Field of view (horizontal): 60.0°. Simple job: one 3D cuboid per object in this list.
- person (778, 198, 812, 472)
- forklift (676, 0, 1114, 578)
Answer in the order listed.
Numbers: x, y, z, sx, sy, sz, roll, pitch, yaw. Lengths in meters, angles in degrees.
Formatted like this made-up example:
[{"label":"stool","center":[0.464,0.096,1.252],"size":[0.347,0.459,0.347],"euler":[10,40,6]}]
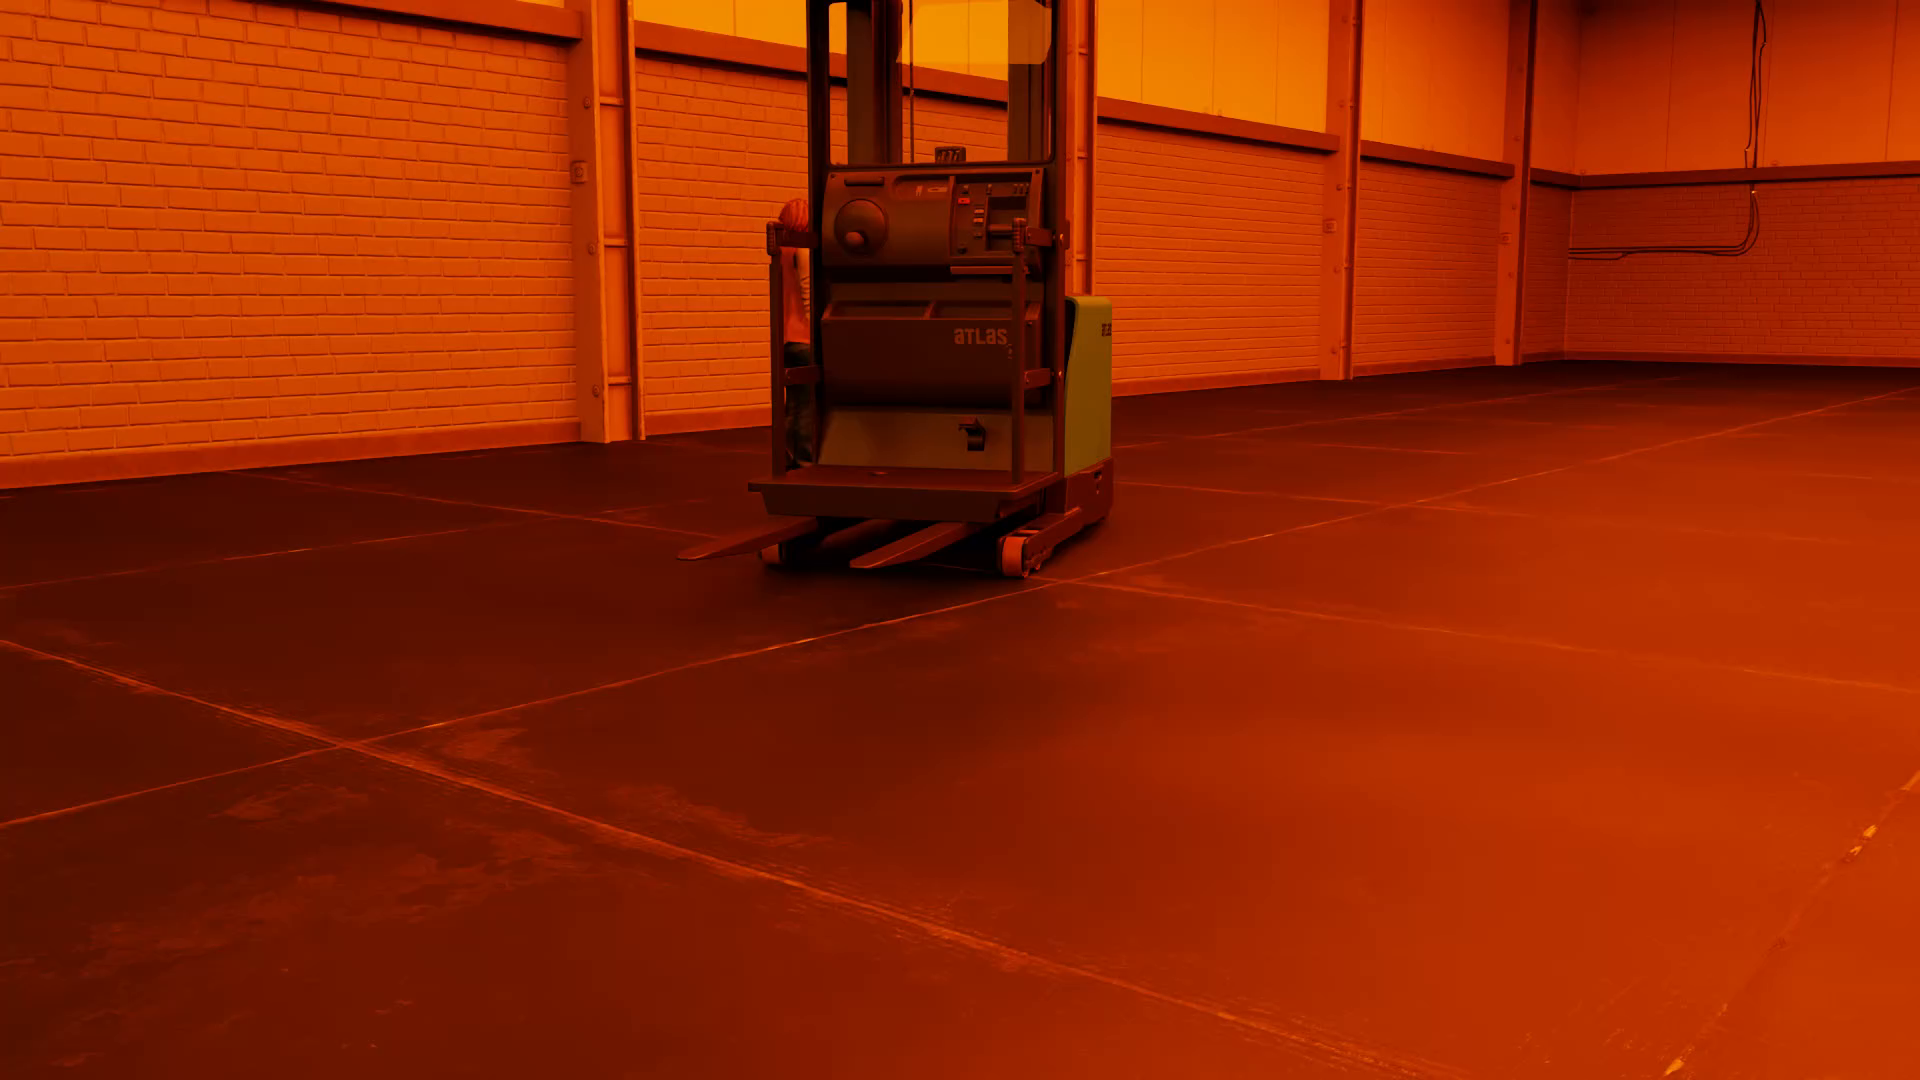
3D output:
[{"label":"person","center":[-0.859,-1.059,9.119],"size":[0.316,1.603,0.406],"euler":[-5,10,-30]},{"label":"forklift","center":[-0.176,-1.366,6.616],"size":[1.130,2.935,3.031],"euler":[3,9,17]}]
